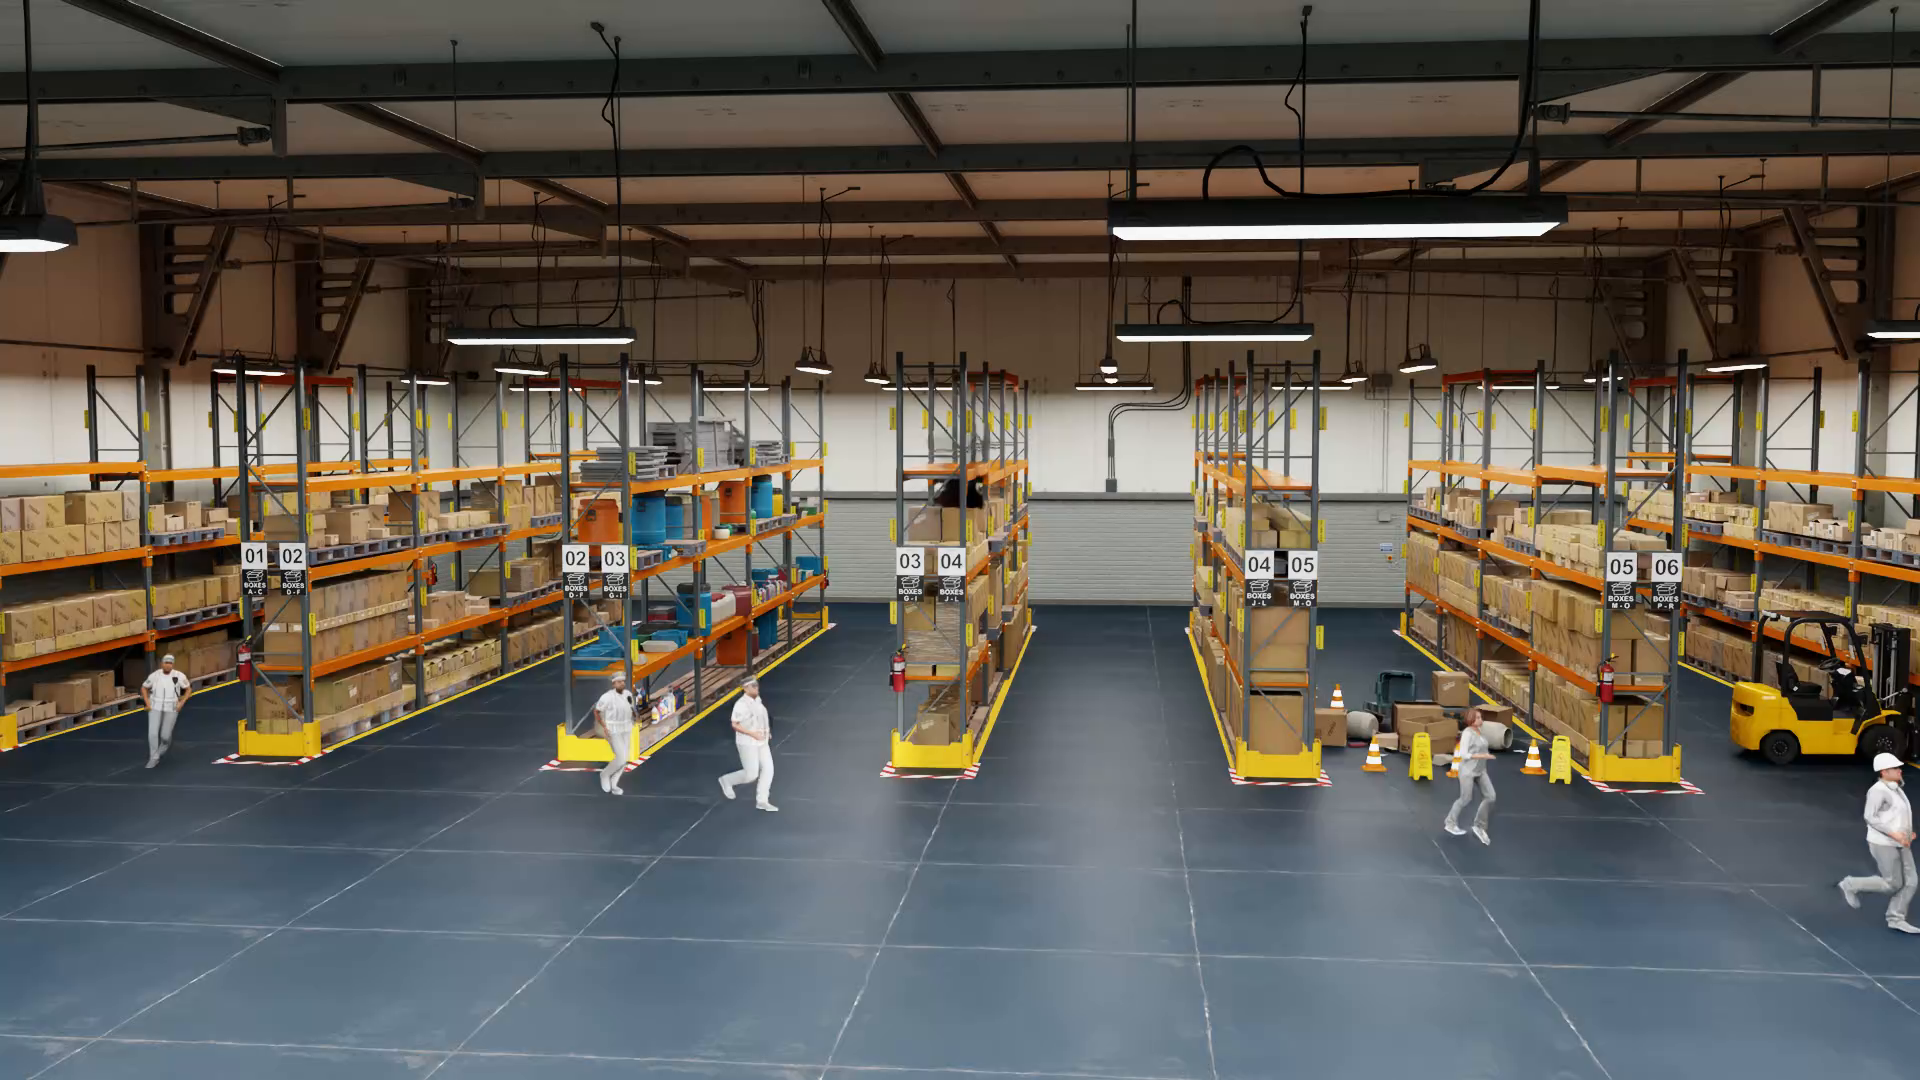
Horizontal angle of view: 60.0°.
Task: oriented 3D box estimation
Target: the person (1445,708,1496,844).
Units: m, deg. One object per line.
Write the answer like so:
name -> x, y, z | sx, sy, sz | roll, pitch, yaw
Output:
person -> 6.093, 2.817, 19.780 | 0.513, 1.609, 0.702 | -3, 5, -38

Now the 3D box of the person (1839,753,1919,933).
person -> 9.151, 2.973, 16.459 | 0.661, 1.744, 0.733 | -3, 5, -41

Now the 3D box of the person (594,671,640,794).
person -> -4.545, 2.583, 22.321 | 0.564, 1.668, 0.561 | 4, 5, 42

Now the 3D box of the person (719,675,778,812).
person -> -2.710, 2.609, 21.473 | 0.825, 1.767, 0.664 | 2, 5, 27

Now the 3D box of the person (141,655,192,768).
person -> -11.638, 2.482, 24.390 | 0.676, 1.608, 0.628 | -1, 4, -19
